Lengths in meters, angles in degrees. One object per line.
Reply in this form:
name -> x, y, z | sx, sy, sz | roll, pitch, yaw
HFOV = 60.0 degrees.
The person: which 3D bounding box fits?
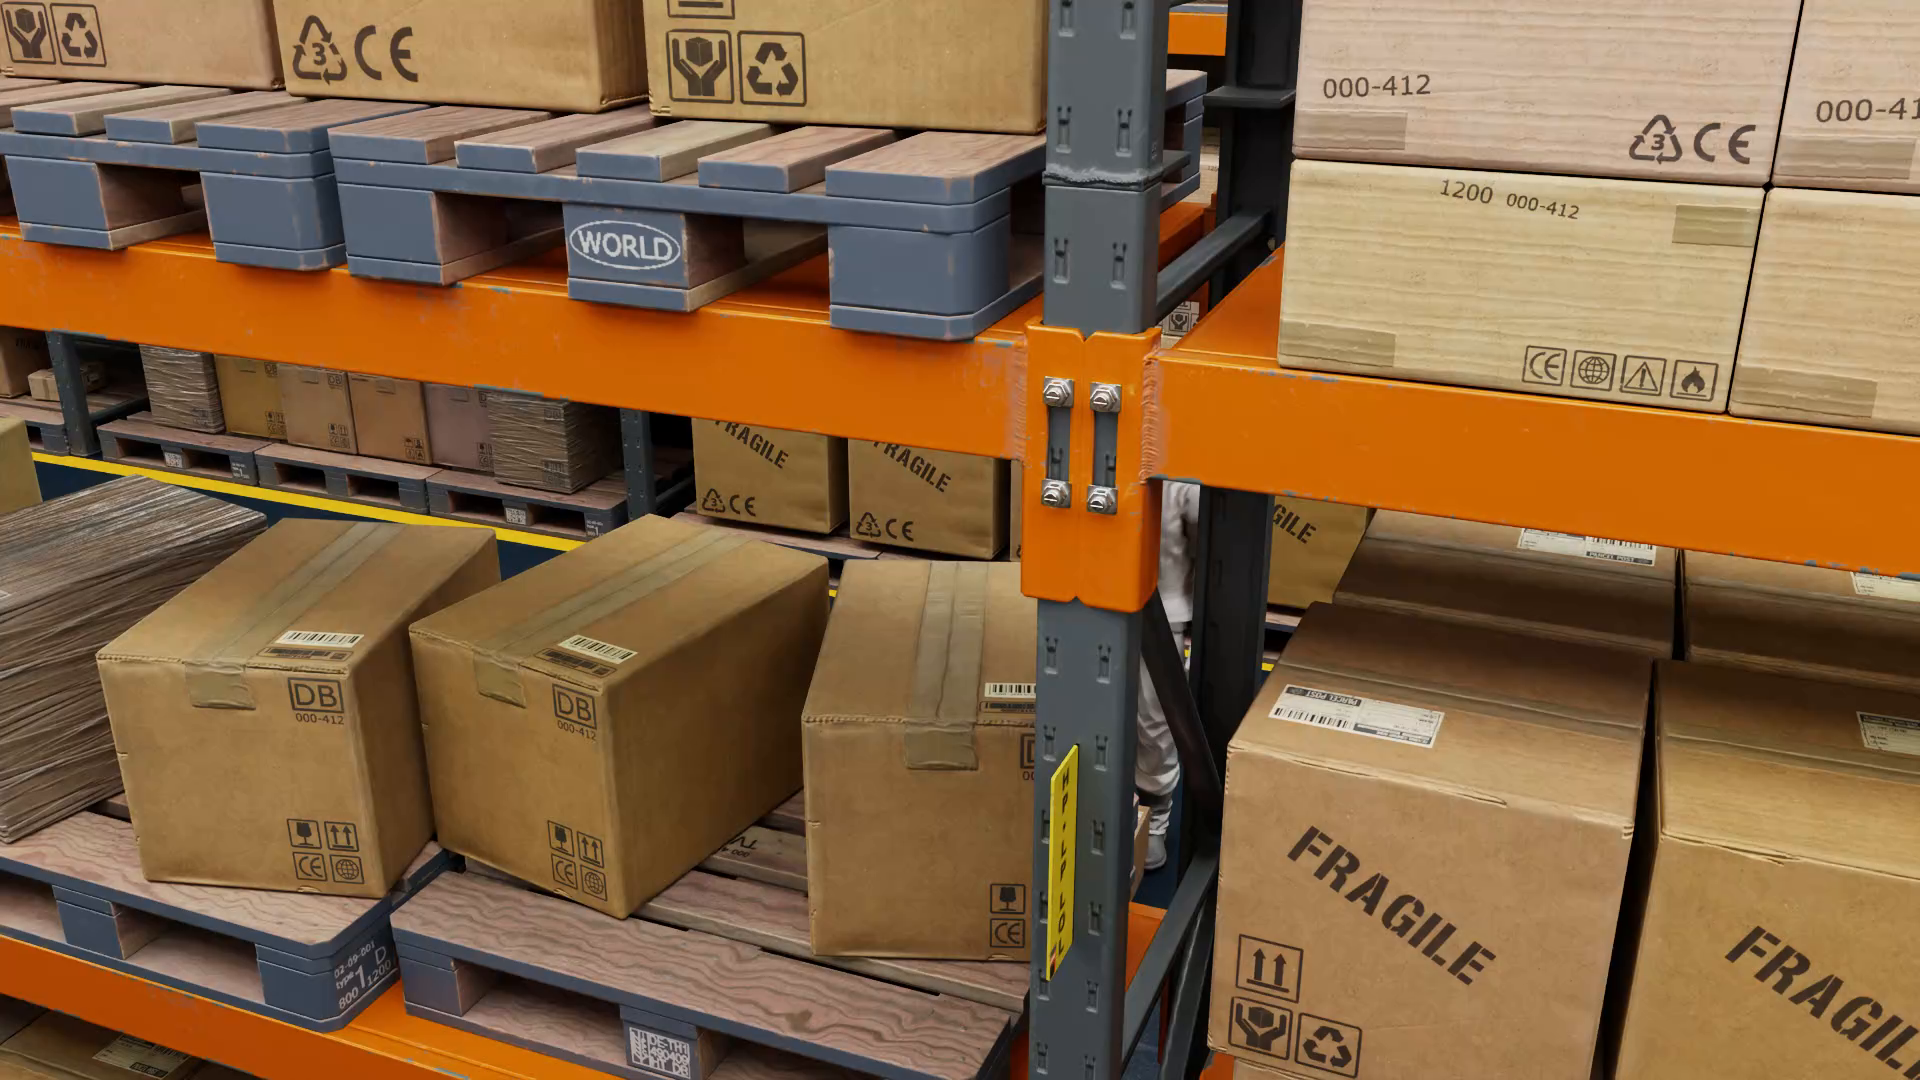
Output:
person -> 0.599, 0.310, 5.808 | 0.621, 1.779, 0.453 | 8, 23, 19
